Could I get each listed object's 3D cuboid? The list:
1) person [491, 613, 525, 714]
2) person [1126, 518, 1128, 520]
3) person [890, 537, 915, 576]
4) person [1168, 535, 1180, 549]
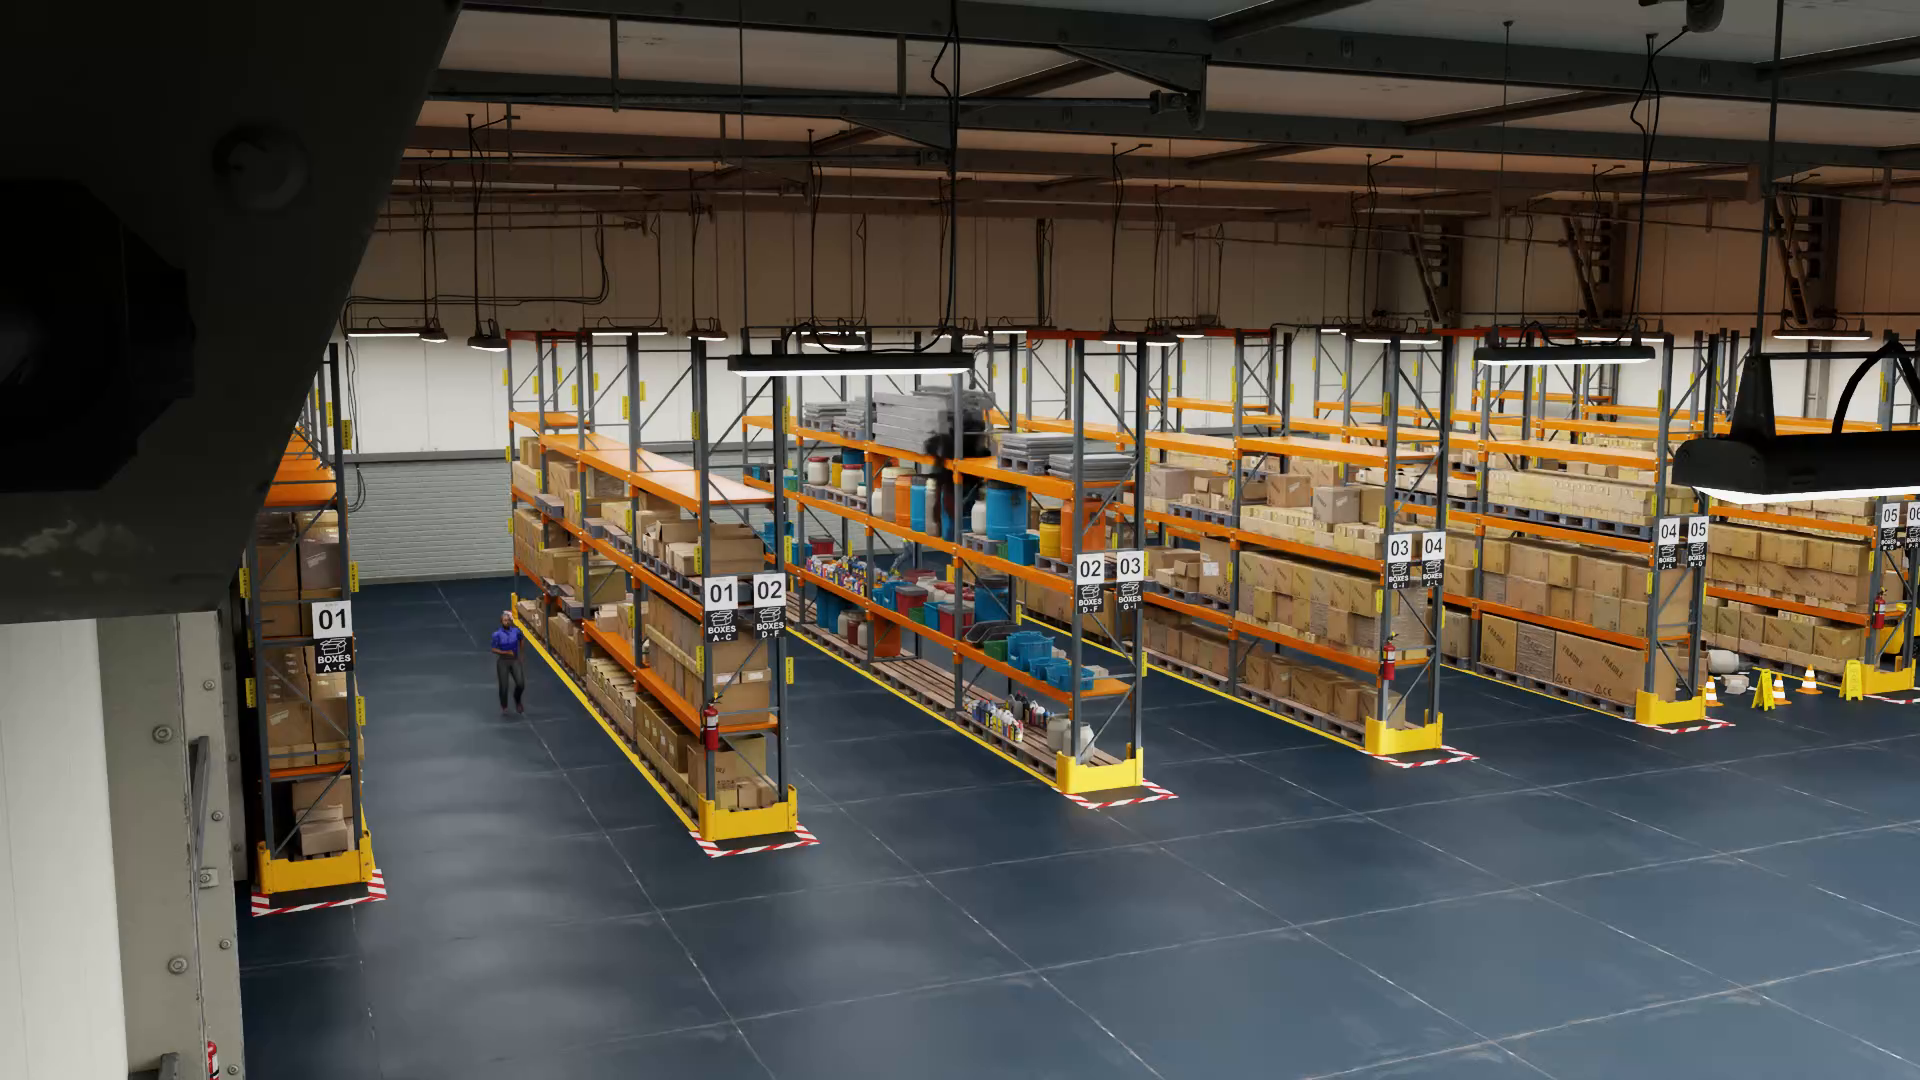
[{"bbox_3d":[-7.079,1.968,26.185,0.567,1.616,0.655,-4,9,-30],"label":"person"},{"bbox_3d":[3.797,0.292,38.511,0.599,1.626,0.555,-2,8,-16],"label":"person"},{"bbox_3d":[-1.204,0.034,39.684,0.946,1.777,0.691,-1,8,-6],"label":"person"},{"bbox_3d":[5.338,-0.172,41.736,0.808,1.763,0.785,3,8,22],"label":"person"}]
